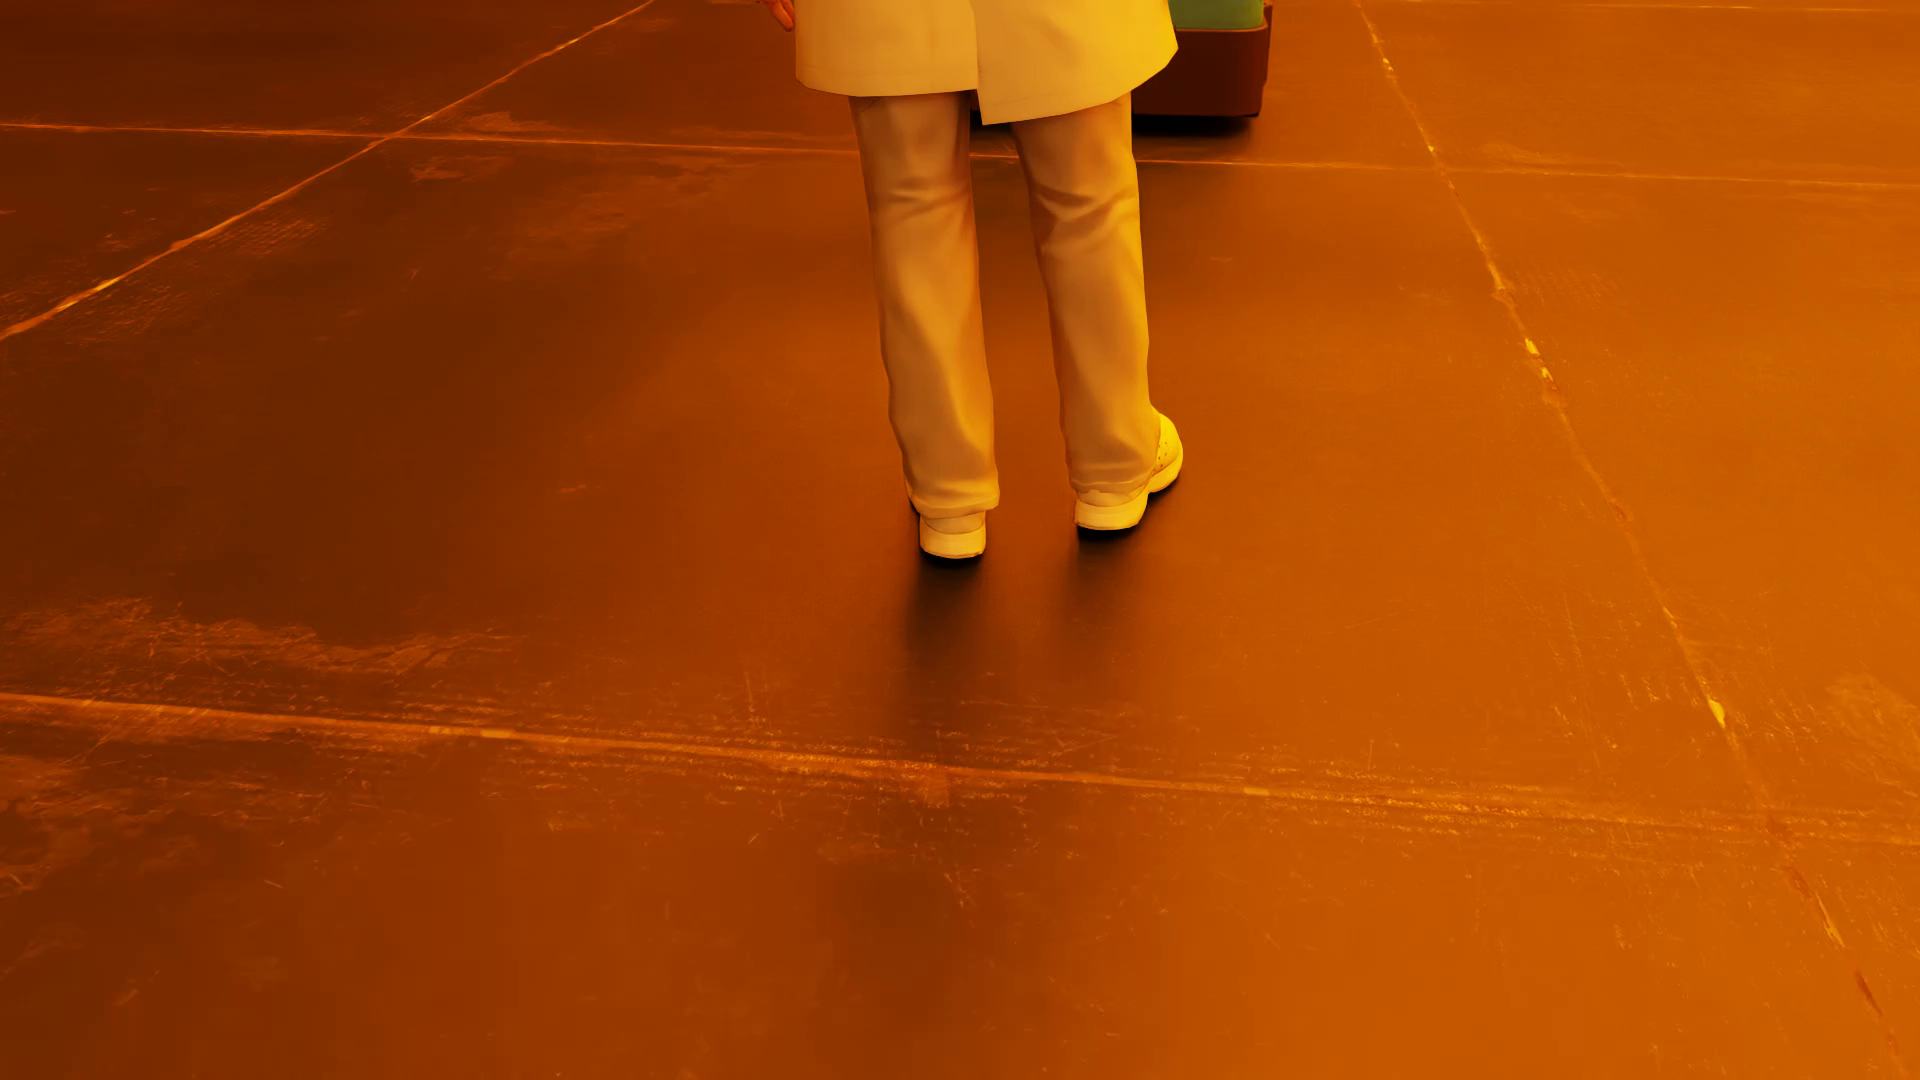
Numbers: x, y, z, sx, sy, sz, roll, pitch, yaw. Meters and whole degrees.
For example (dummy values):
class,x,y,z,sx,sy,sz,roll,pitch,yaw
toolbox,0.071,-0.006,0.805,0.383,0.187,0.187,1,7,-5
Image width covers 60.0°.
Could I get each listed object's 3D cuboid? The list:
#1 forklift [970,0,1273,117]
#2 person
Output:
class,x,y,z,sx,sy,sz,roll,pitch,yaw
forklift,0.504,-3.154,5.540,1.130,2.935,3.031,3,27,5
person,0.017,-0.842,2.179,0.696,1.776,0.581,3,27,7
